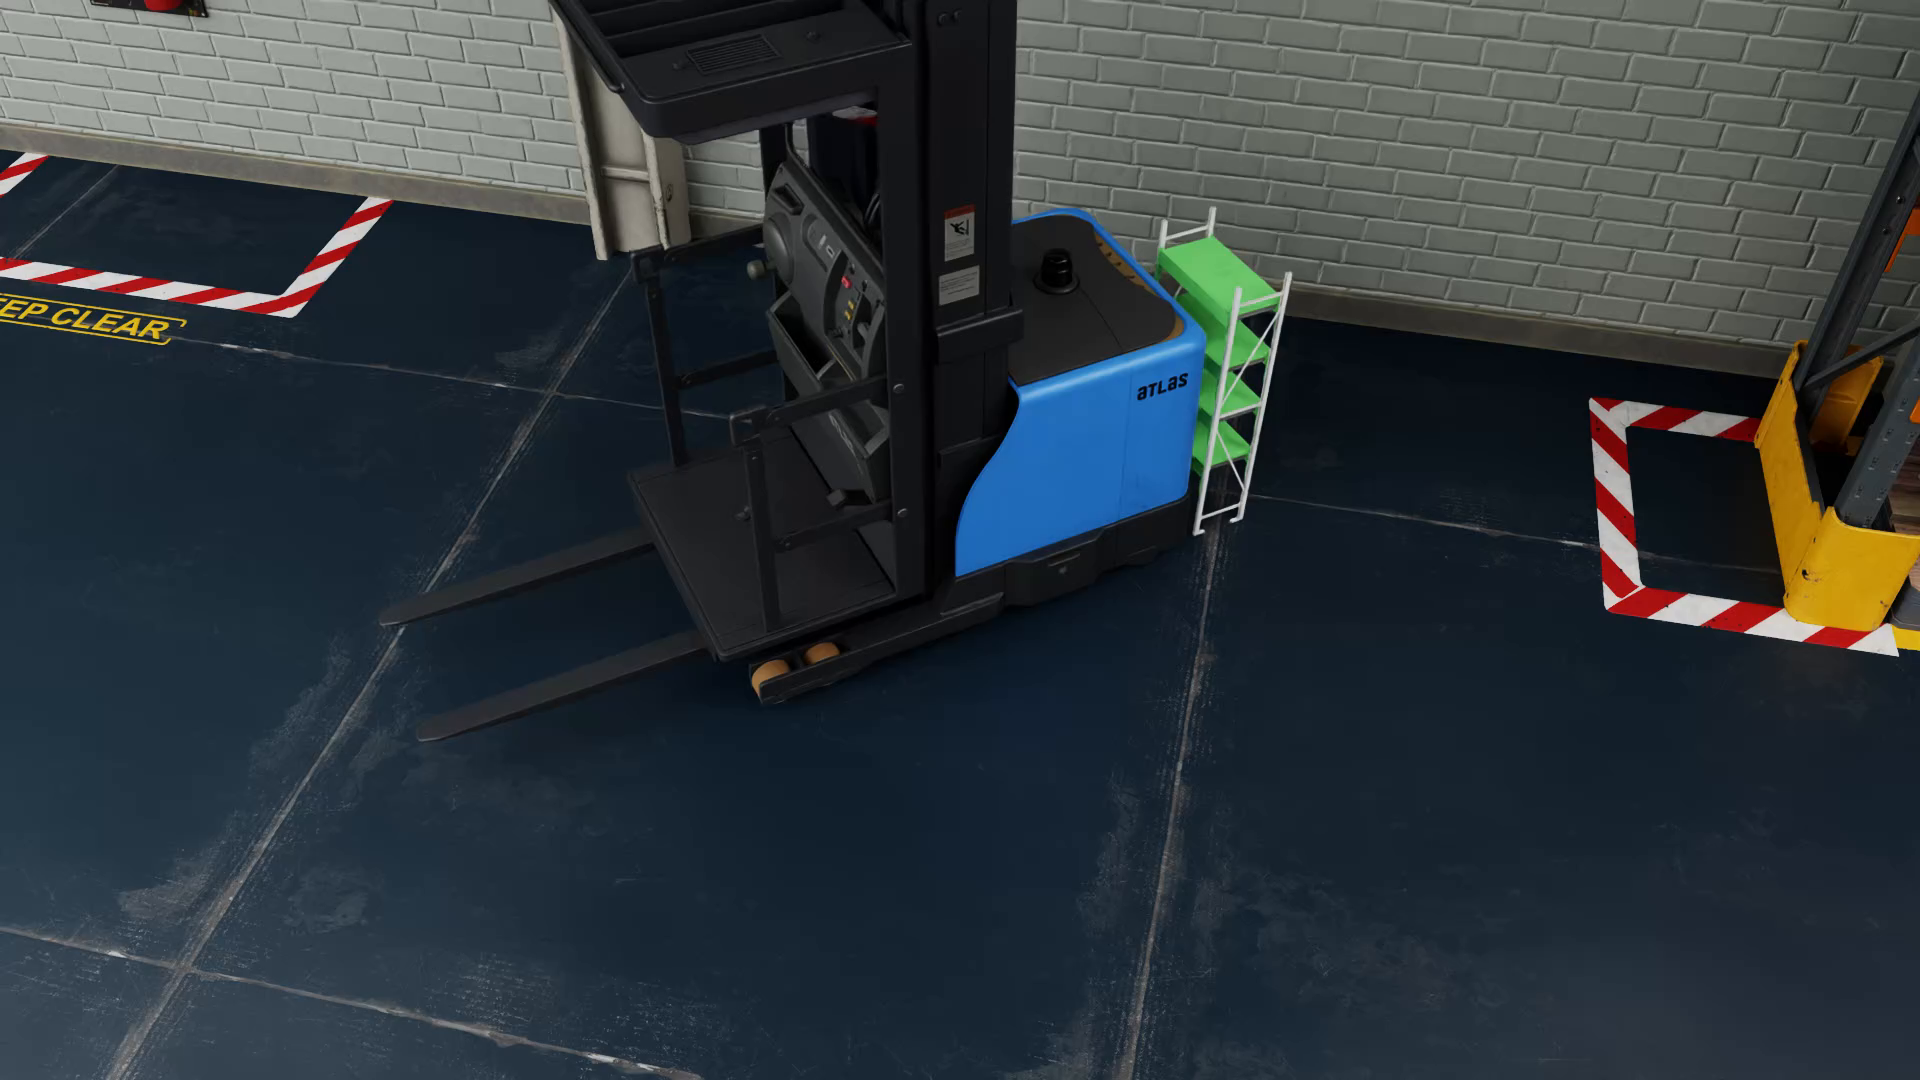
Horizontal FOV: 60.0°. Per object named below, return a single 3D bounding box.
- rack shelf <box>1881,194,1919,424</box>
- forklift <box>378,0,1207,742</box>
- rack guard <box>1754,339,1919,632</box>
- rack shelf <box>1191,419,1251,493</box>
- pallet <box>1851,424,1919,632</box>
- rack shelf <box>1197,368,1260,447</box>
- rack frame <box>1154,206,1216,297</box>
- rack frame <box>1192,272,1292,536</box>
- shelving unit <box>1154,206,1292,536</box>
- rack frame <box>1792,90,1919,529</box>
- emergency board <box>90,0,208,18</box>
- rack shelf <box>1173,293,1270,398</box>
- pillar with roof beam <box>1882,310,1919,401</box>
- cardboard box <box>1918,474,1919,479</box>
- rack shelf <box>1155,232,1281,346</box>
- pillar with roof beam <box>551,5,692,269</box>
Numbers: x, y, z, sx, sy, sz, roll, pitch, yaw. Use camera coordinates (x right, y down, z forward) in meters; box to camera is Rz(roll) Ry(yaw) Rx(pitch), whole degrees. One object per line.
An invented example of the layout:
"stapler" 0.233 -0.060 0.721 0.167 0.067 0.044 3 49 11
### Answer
"rack shelf" 5.372 -0.589 5.718 4.000 0.370 1.077 9 45 9
"forklift" -0.645 -0.873 5.544 3.031 2.935 1.130 -19 47 -19
"rack guard" 3.495 -0.239 6.638 0.348 0.500 1.175 9 45 9
"rack shelf" 0.950 -0.423 6.754 0.258 0.148 0.480 -18 47 -21
"pallet" 4.280 0.012 6.585 1.213 0.211 1.003 9 45 9
"rack shelf" 0.958 -0.598 6.591 0.258 0.148 0.480 -18 47 -21
"rack frame" 0.847 -0.795 6.703 0.240 1.200 0.015 -18 47 -21
"rack frame" 1.074 -0.495 6.392 0.240 1.200 0.015 -18 47 -21
"shelving unit" 0.960 -0.645 6.548 0.258 1.200 0.503 -18 47 -21
"rack frame" 3.421 -1.151 5.783 0.127 3.000 1.000 9 45 9
"emergency board" -3.966 -2.939 7.641 0.643 1.169 0.194 9 45 9
"rack shelf" 0.966 -0.774 6.428 0.258 0.148 0.480 -18 47 -21
"pillar with roof beam" 3.353 -0.879 1.174 0.400 9.000 9.100 9 45 9
"cardboard box" 4.076 -0.175 6.391 0.500 0.311 0.500 4 44 4
"rack shelf" 0.975 -0.950 6.265 0.258 0.148 0.480 -18 47 -21
"pillar with roof beam" -2.503 -1.787 2.118 0.400 9.000 9.100 9 45 9
